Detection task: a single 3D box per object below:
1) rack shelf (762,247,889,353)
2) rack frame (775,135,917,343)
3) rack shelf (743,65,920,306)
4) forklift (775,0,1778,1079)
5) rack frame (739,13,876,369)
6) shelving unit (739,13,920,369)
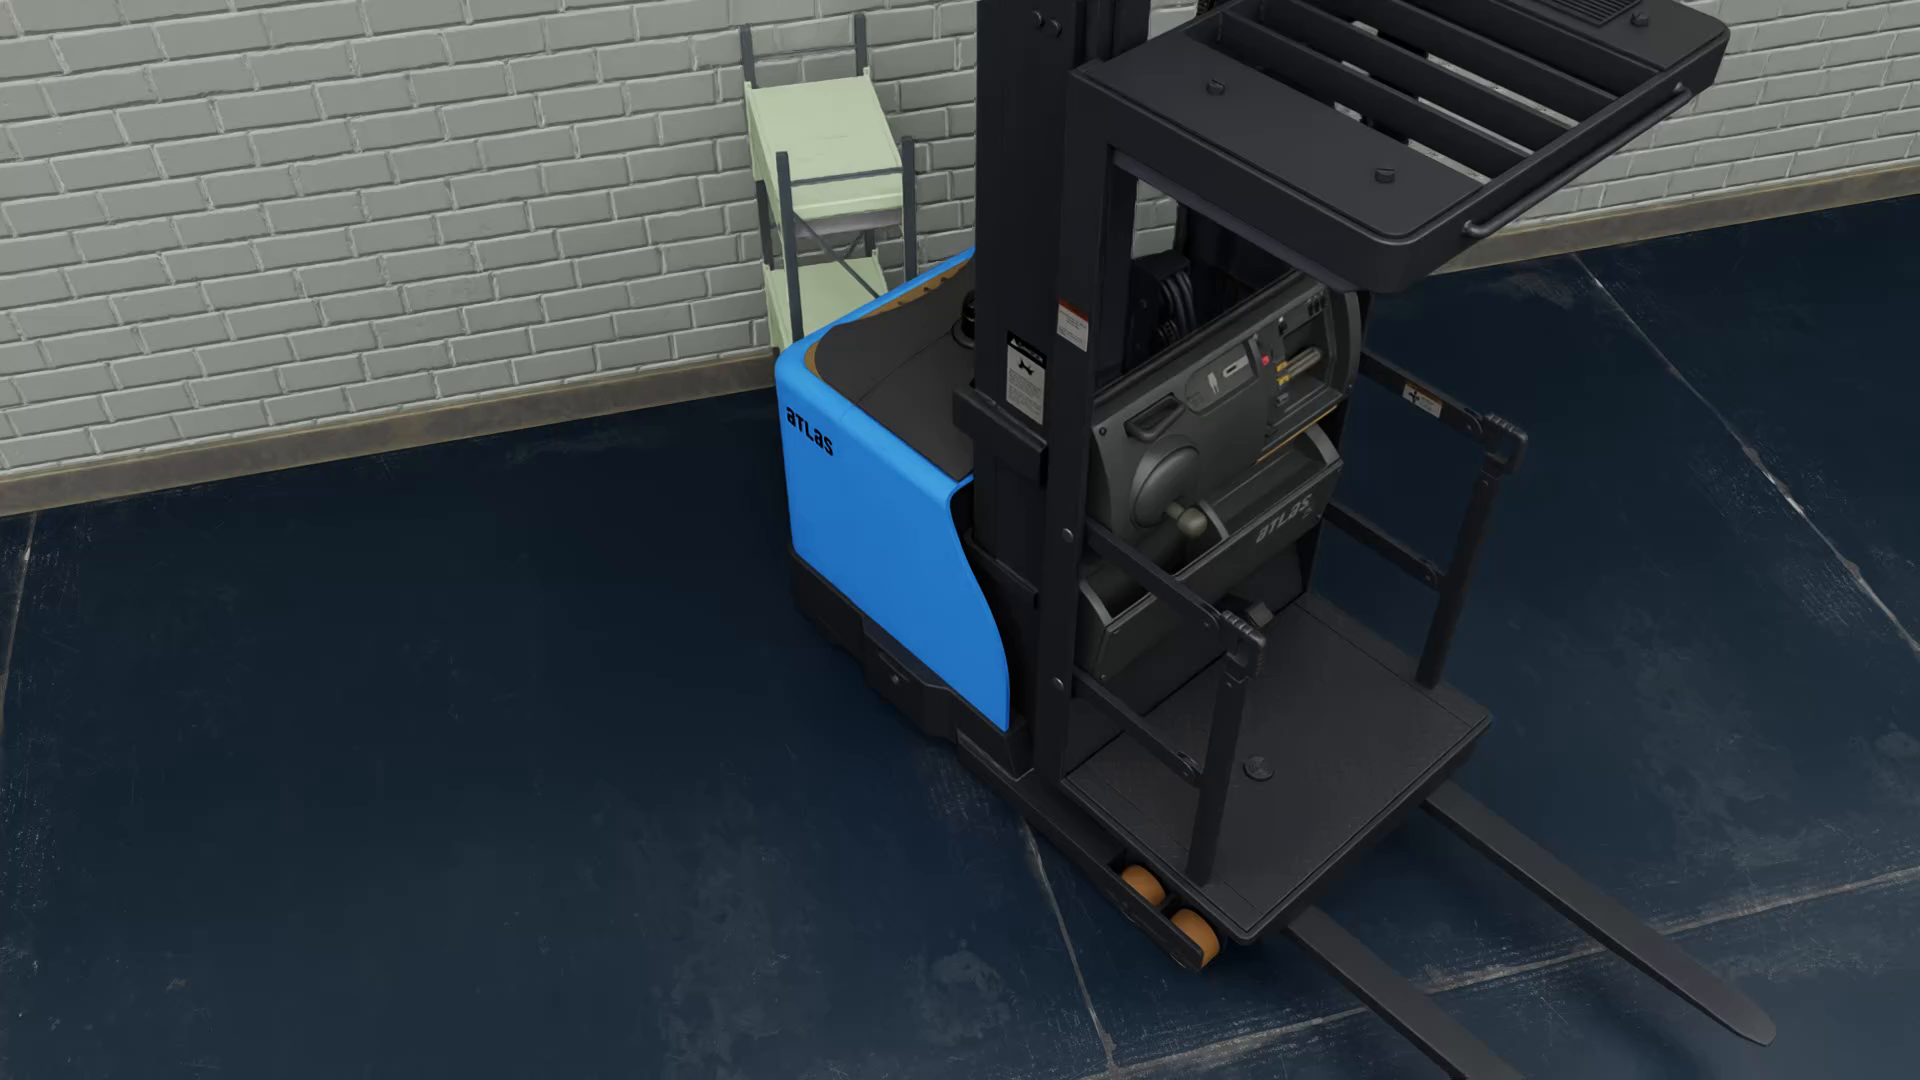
[{"bbox_3d":[-0.413,-0.630,5.773,0.431,0.370,0.720,-10,46,-9],"label":"rack shelf"},{"bbox_3d":[-0.328,-0.604,5.291,0.400,1.500,0.023,-10,46,-9],"label":"rack frame"},{"bbox_3d":[-0.413,-1.131,5.262,0.431,0.370,0.720,-10,46,-9],"label":"rack shelf"},{"bbox_3d":[0.812,-0.262,3.954,1.130,2.935,3.031,-33,54,-28],"label":"forklift"},{"bbox_3d":[-0.497,-1.112,5.790,0.400,1.500,0.023,-10,46,-9],"label":"rack frame"},{"bbox_3d":[-0.413,-0.858,5.541,0.431,1.500,0.755,-10,46,-9],"label":"shelving unit"}]
